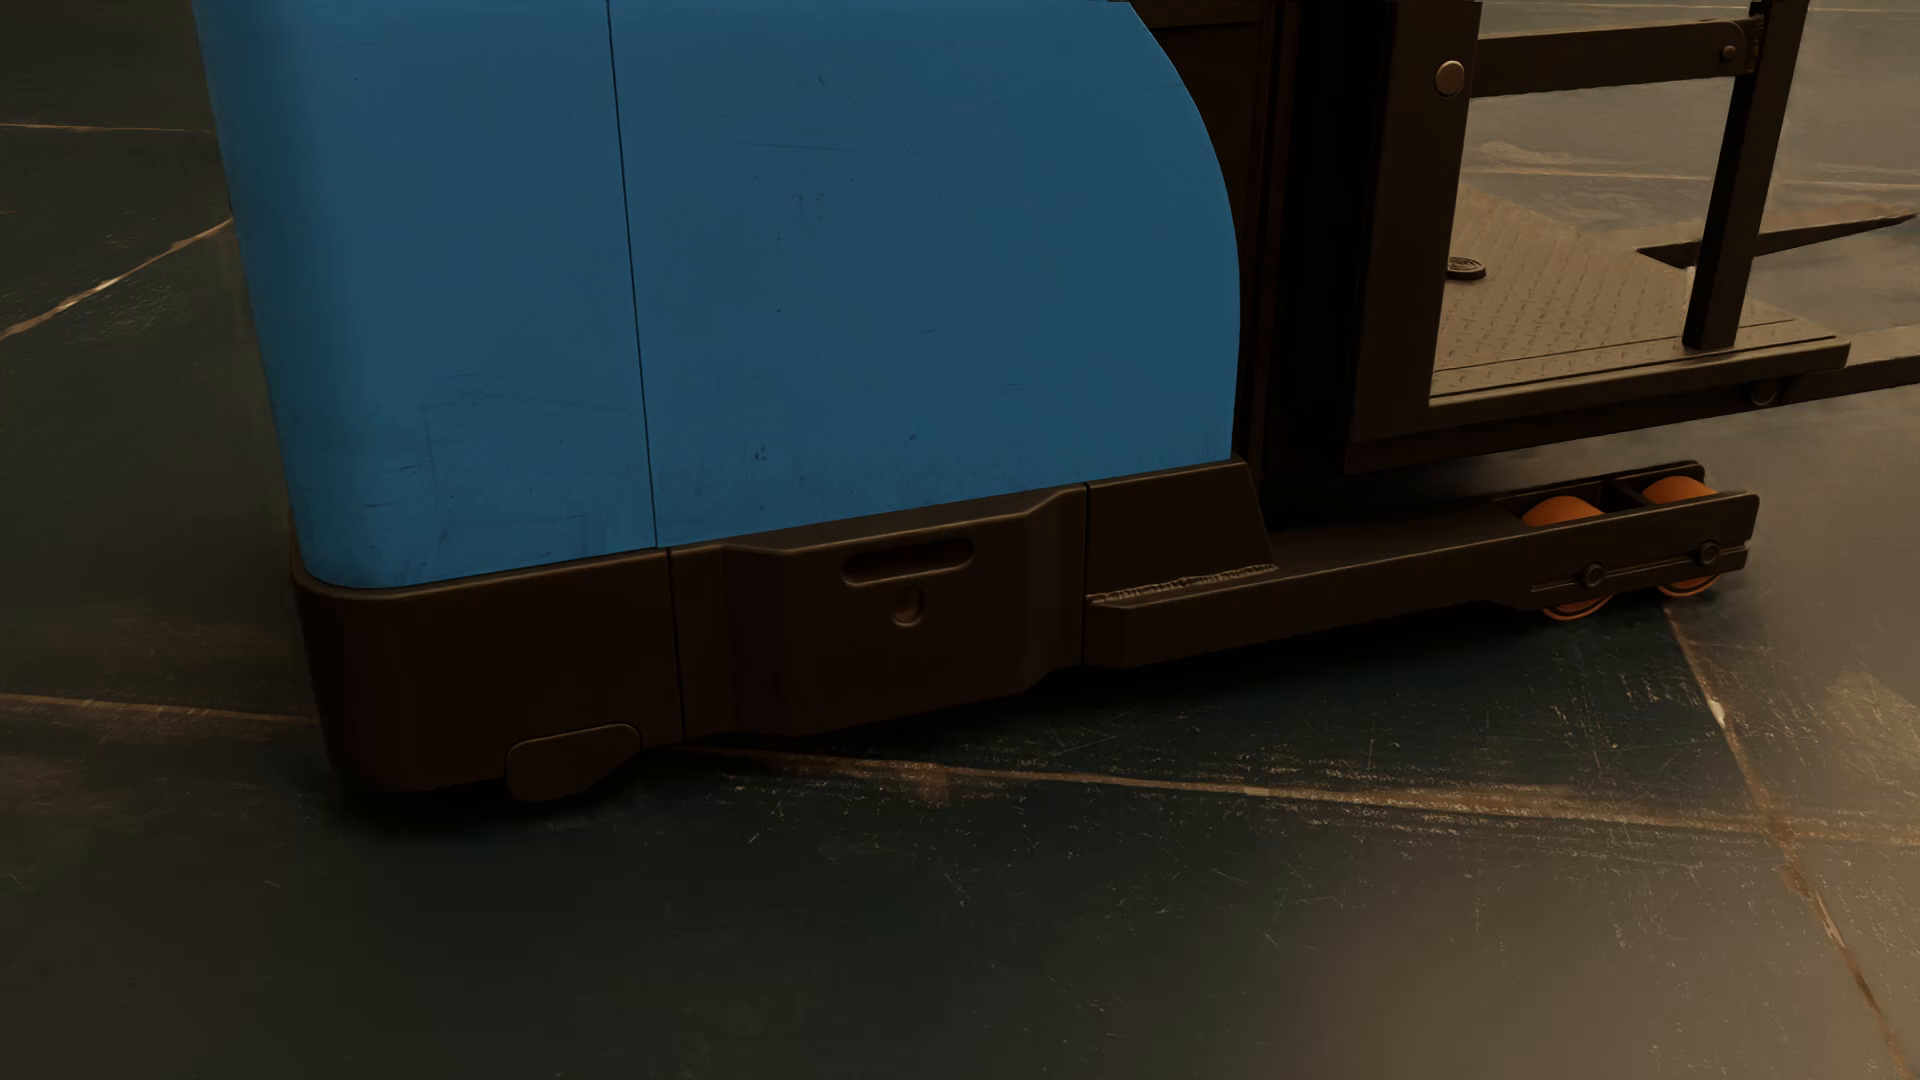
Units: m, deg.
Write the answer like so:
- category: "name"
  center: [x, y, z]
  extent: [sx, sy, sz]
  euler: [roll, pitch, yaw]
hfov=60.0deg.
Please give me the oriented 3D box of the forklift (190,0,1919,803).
- category: "forklift"
  center: [0.574, -1.413, 2.049]
  extent: [3.031, 2.935, 1.130]
  euler: [-9, 28, -18]
